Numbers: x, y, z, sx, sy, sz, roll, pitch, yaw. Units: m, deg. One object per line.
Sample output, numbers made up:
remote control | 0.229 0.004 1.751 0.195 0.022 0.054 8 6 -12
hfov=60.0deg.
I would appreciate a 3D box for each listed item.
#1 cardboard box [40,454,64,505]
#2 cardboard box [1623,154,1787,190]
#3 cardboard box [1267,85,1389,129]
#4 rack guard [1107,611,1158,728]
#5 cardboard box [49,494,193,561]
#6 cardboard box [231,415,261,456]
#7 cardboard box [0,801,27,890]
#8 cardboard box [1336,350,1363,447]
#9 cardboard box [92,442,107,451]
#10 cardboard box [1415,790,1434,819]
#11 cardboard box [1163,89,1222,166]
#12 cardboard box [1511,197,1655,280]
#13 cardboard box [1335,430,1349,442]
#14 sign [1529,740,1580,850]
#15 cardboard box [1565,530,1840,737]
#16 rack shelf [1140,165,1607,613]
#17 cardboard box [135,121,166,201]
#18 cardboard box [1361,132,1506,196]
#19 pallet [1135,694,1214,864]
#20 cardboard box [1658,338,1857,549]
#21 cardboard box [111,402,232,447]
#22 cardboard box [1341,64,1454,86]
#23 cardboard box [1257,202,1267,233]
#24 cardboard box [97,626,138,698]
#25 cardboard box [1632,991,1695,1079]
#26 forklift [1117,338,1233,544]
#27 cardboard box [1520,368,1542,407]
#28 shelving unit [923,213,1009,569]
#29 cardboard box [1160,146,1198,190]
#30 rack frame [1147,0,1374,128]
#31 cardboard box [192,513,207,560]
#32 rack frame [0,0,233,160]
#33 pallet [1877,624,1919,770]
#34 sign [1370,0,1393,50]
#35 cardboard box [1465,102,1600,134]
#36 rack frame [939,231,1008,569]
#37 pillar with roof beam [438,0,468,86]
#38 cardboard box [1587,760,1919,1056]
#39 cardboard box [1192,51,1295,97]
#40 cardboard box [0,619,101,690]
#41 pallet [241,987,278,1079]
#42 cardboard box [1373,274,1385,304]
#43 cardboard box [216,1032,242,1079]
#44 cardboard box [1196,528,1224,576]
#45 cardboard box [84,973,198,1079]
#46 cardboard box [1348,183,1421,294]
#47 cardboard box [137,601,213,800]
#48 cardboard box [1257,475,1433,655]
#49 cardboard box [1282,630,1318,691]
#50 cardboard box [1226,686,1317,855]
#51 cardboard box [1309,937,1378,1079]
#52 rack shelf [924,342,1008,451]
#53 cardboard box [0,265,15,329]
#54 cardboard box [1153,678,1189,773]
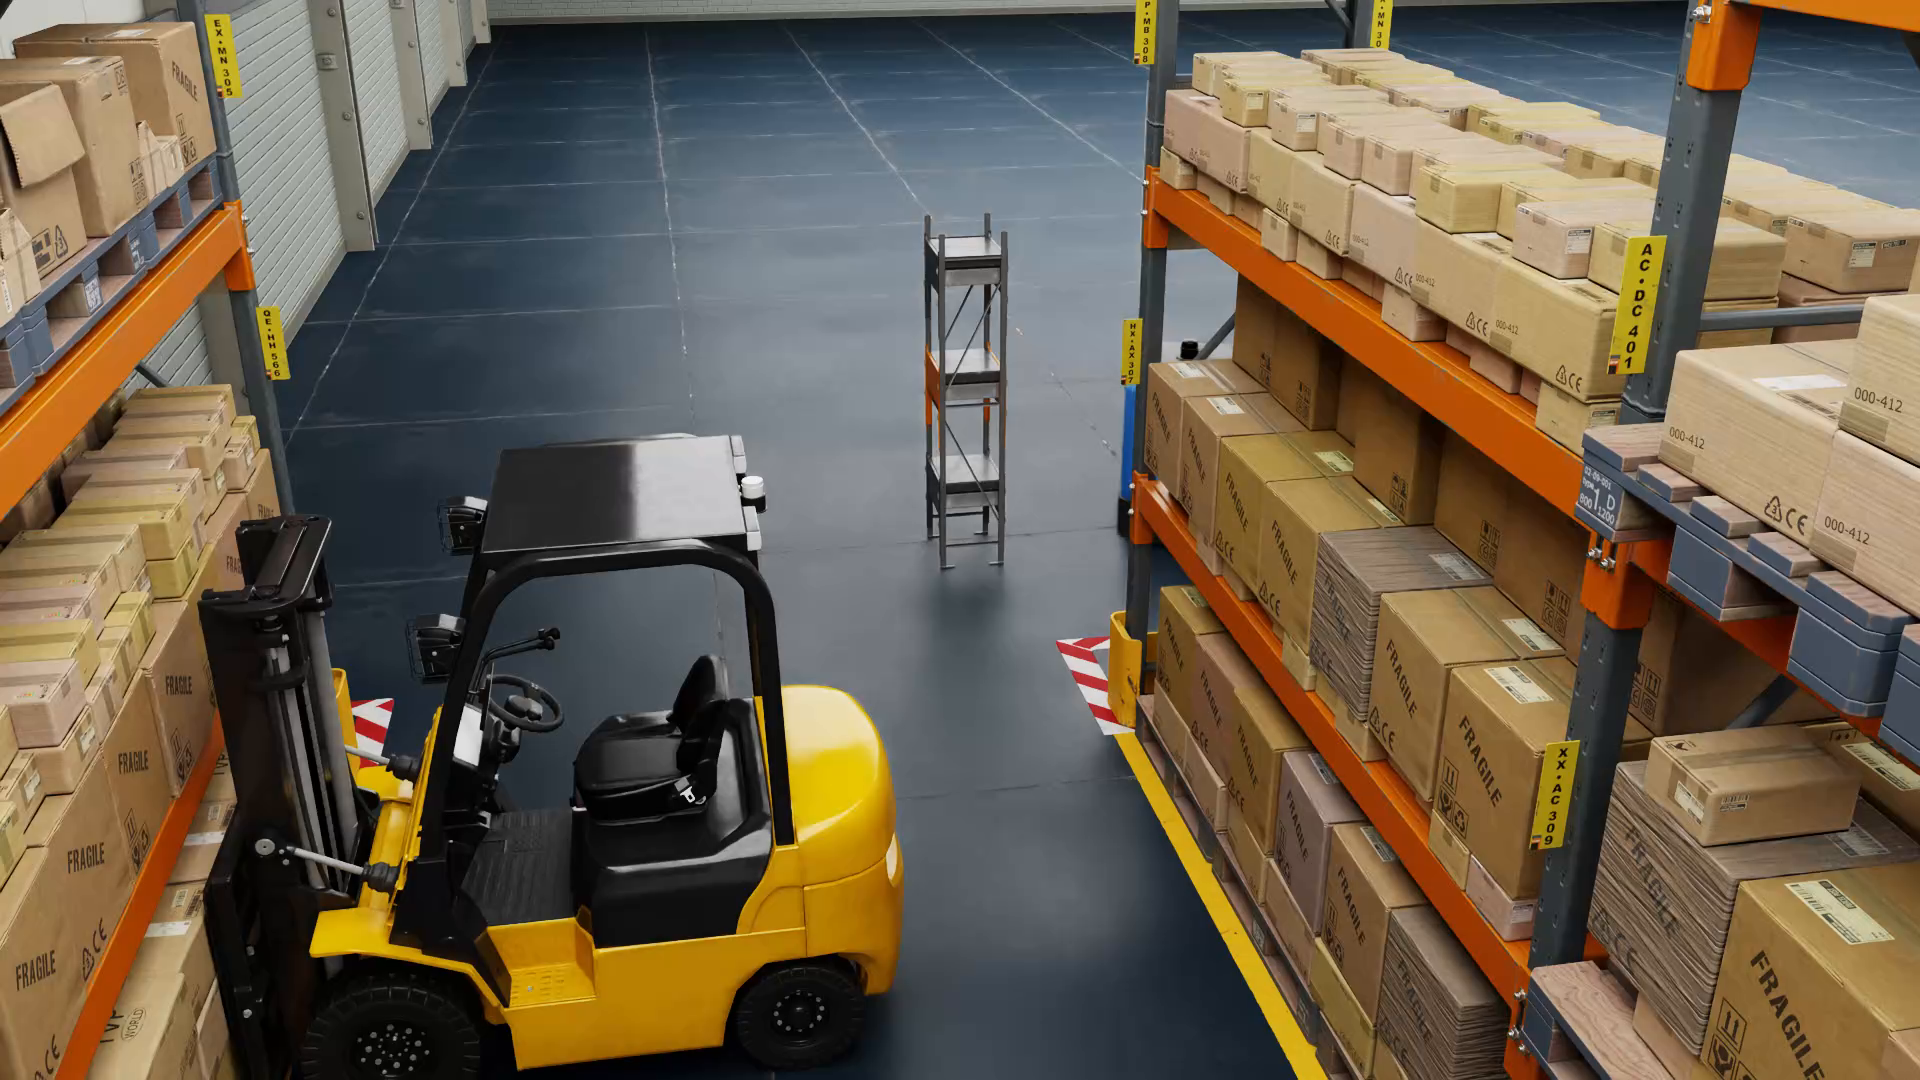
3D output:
cardboard box | -3.556 -0.202 6.158 0.380 0.149 0.250 -4 24 -9
cardboard box | 2.224 -1.056 4.989 0.380 0.149 0.250 -4 24 -10
cardboard box | 1.387 -1.621 6.283 0.380 0.149 0.250 -4 24 -10
rack guard | 1.374 0.629 8.685 1.175 0.500 0.348 -4 24 -10
cardboard box | -2.909 -0.037 5.780 0.380 0.149 0.250 -4 24 -9
cardboard box | -3.178 -0.405 6.994 0.380 0.149 0.250 -4 24 -9
cardboard box | -2.627 0.806 4.221 0.380 0.149 0.250 -4 24 -9
cardboard box | 1.951 -0.609 6.651 0.700 0.500 0.500 -5 24 -10
cardboard box | -3.601 -0.275 6.697 0.380 0.149 0.250 -4 24 -10
cardboard box | 1.717 0.832 5.410 0.380 0.149 0.250 -4 24 -9
cardboard box | 1.192 -1.771 7.125 0.500 0.250 0.500 -5 24 -11
cardboard box | 1.703 -0.803 4.410 0.380 0.149 0.250 -5 24 -11
cardboard box | 1.820 -0.338 7.279 0.500 0.500 0.500 -4 24 -10
sign | 1.568 0.674 4.378 0.100 0.325 0.005 -4 24 -10
cardboard box | 2.232 0.198 4.804 0.700 0.500 0.500 -5 24 -10
rack shelf | 1.730 -0.804 5.995 1.077 0.370 4.000 -4 24 -10
cardboard box | -3.018 -1.325 5.808 0.396 0.266 0.258 -4 24 -10
cardboard box | 1.521 -1.212 5.346 0.380 0.149 0.250 -4 24 -9
pallet | 1.490 1.084 8.005 1.003 0.211 1.213 -4 24 -10
cardboard box | 1.814 -0.212 3.402 0.500 0.250 0.500 -5 24 -11
cardboard box | -3.167 -0.437 6.695 0.380 0.149 0.250 -4 24 -10
cardboard box | 1.788 -1.857 6.823 0.380 0.149 0.250 -5 24 -10
cardboard box | 1.377 -1.248 6.426 0.380 0.149 0.250 -5 24 -11
cardboard box | -2.786 0.402 5.145 0.380 0.149 0.250 -5 24 -11
cardboard box | 1.892 1.191 4.065 0.380 0.149 0.250 -4 24 -9
forklift | 2.571 -1.431 10.365 3.031 2.935 1.130 3 24 7
cardboard box | 1.782 -0.440 4.575 0.380 0.149 0.250 -4 24 -9
shelving unit | 0.031 -0.897 10.181 0.431 2.100 0.503 -4 24 -10
cardboard box | 1.103 -1.651 7.349 0.380 0.149 0.250 -4 24 -10
rack frame | 1.360 -3.295 7.052 1.000 3.000 0.127 -4 24 -10
cardboard box | -2.983 0.000 6.067 0.380 0.149 0.250 -5 24 -11
rack frame | -3.517 -2.927 6.208 1.000 3.000 0.127 -4 24 -10
pallet | 2.304 0.397 2.580 1.213 0.211 1.003 -4 24 -10
sign | 1.910 -2.360 7.551 0.100 0.325 0.005 -4 24 -10
cardboard box | 2.030 -1.459 5.913 0.380 0.149 0.250 -4 24 -8
rack frame | 0.076 -0.801 9.961 0.400 2.100 0.015 -4 24 -10
pillar with roof beam | -4.481 -12.345 27.772 9.100 9.000 0.400 -4 24 -10
cardboard box | 1.905 0.858 4.016 0.500 0.500 0.500 -4 24 -8
cardboard box | 1.226 -2.016 7.189 0.380 0.149 0.250 -4 24 -10
cardboard box | -2.759 0.364 4.861 0.380 0.149 0.250 -5 24 -11
pallet | -3.112 1.877 6.188 1.003 0.211 1.213 -4 24 -10
cardboard box | 1.601 -0.848 5.510 0.380 0.149 0.250 -4 24 -9
cardboard box | -2.761 1.849 5.679 0.500 0.250 0.500 -4 24 -9
cardboard box | 1.252 0.030 7.248 0.380 0.149 0.250 -4 24 -9
cardboard box | -2.643 1.590 5.023 0.500 0.250 0.500 -4 24 -10
cardboard box | 1.579 -0.969 5.289 0.500 0.250 0.500 -5 24 -11
cardboard box | -2.882 0.554 5.608 0.500 0.500 0.500 -4 24 -9
cardboard box | 1.472 0.082 6.318 0.500 0.500 0.500 -5 24 -11
cardboard box | 1.449 0.438 6.314 0.380 0.149 0.250 -4 24 -9
cardboard box | 1.428 0.928 6.851 0.500 0.500 0.500 -4 24 -9
cardboard box | 1.618 1.673 6.081 0.500 0.250 0.500 -5 24 -11
rack shelf | 0.031 -0.885 10.186 0.431 0.518 0.480 -4 24 -10
cardboard box | -2.704 -0.603 4.299 0.380 0.149 0.250 -4 24 -8
cardboard box | 1.238 0.859 7.946 0.500 0.250 0.500 -5 24 -10
